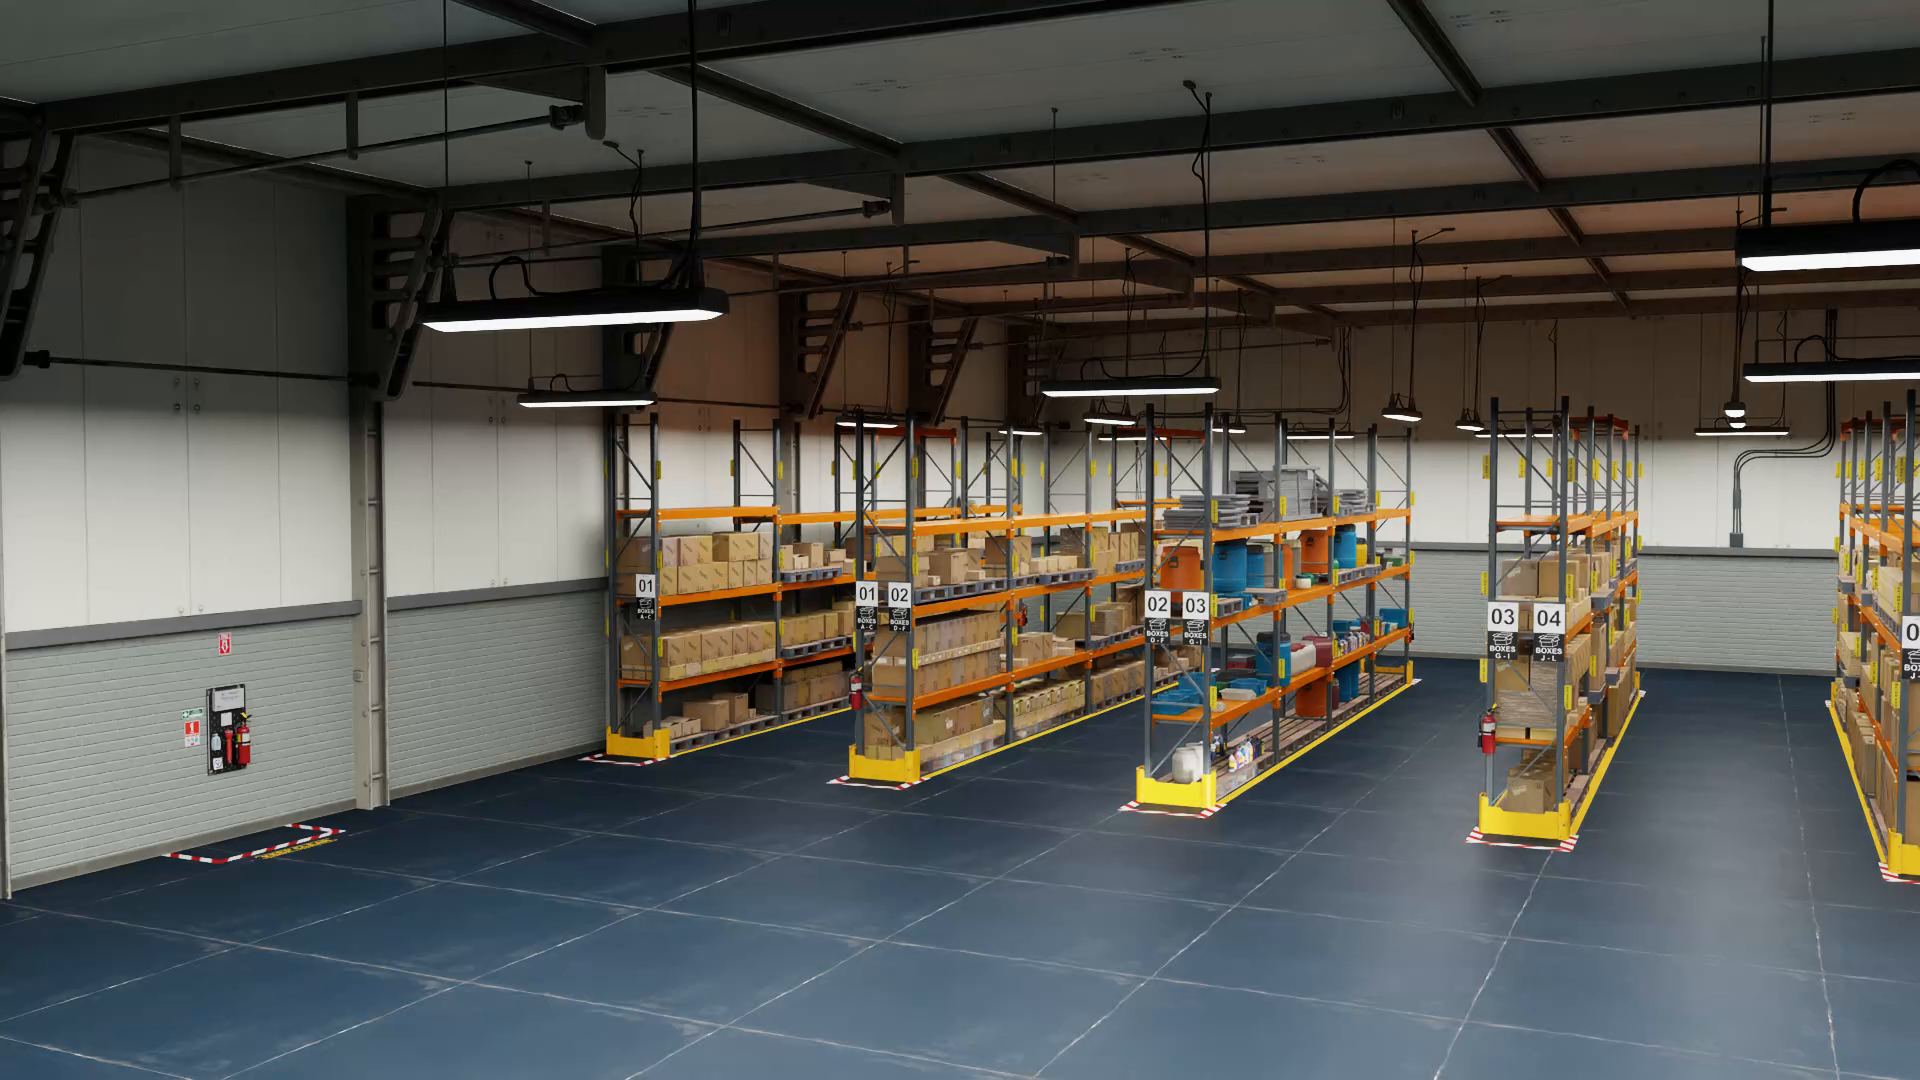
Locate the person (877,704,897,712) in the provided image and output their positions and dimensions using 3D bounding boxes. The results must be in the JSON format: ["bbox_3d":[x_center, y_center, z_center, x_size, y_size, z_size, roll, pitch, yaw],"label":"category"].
[{"bbox_3d":[-1.412,2.801,30.931,0.668,1.776,0.566,-1,3,-31],"label":"person"}]
